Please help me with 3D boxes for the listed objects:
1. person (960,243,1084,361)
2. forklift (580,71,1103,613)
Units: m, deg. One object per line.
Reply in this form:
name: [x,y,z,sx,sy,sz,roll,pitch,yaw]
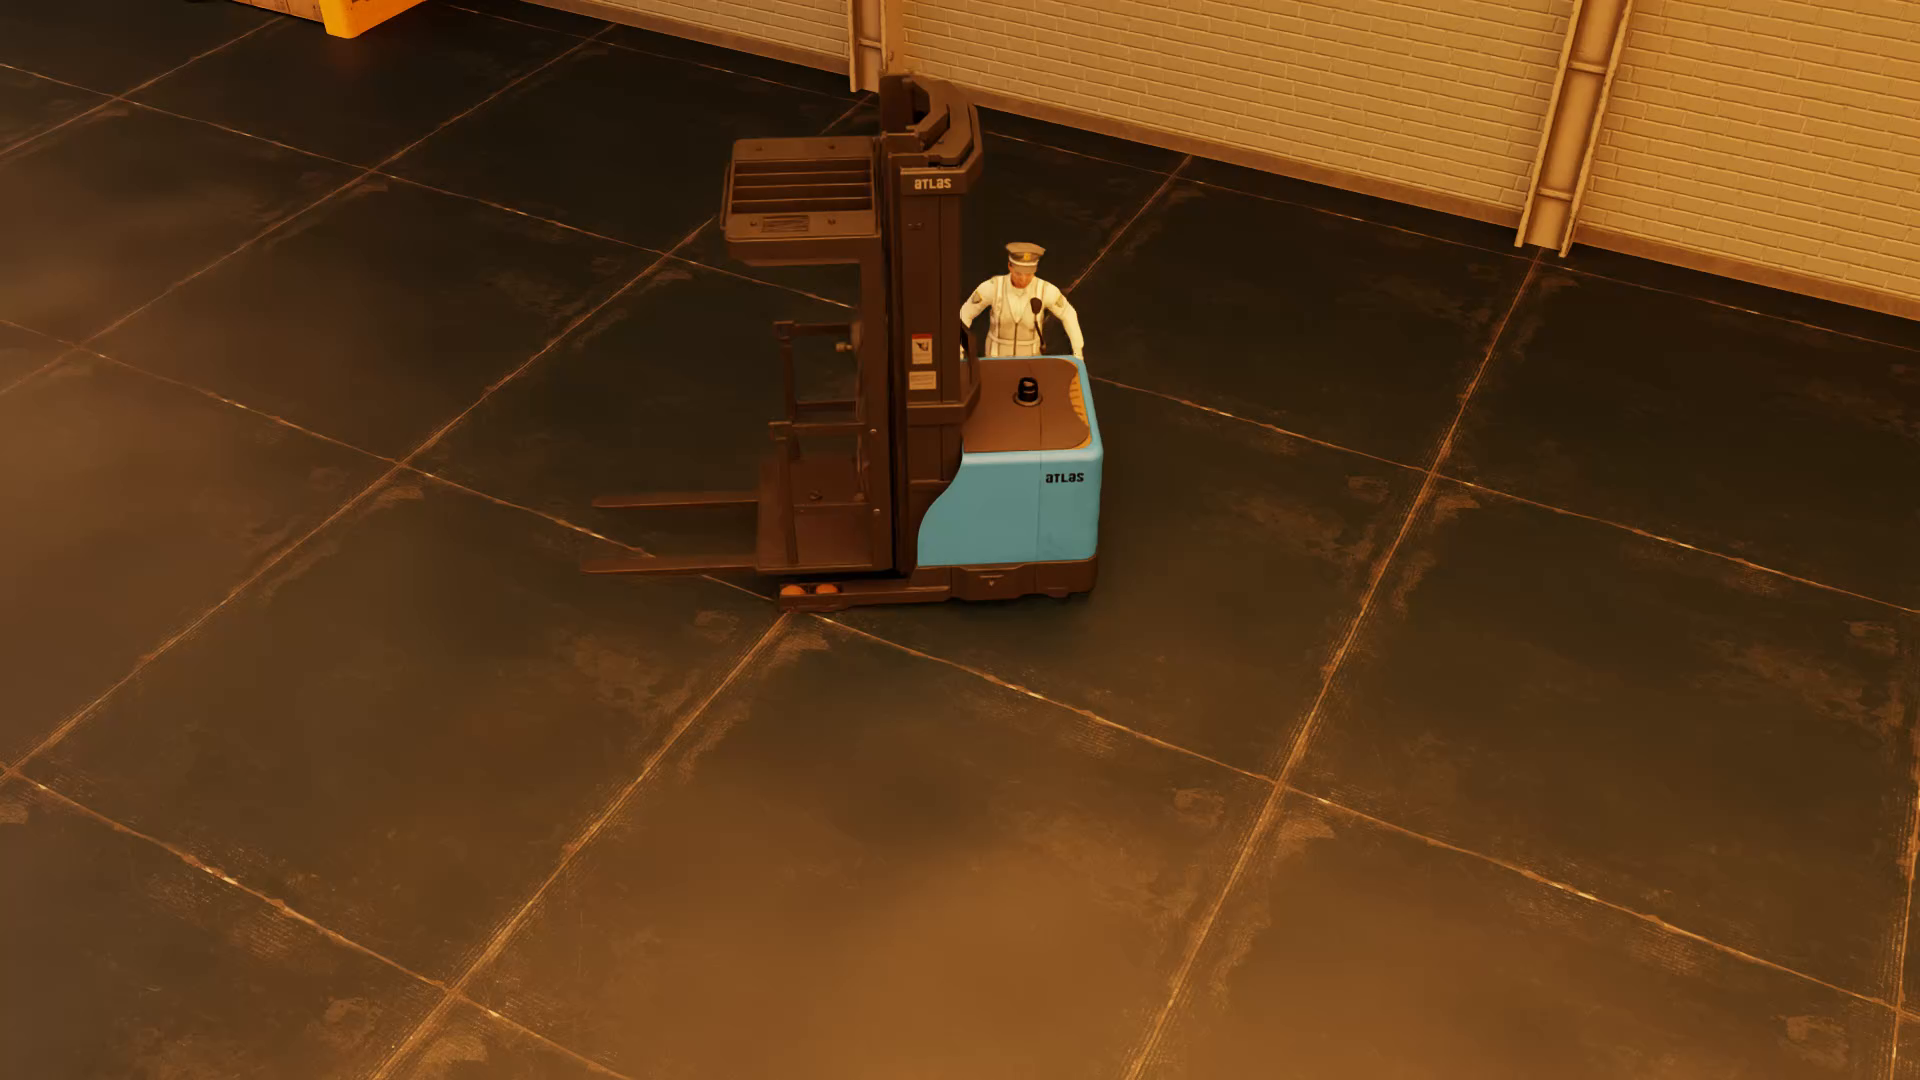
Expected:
person: [0.357,-1.078,10.290,0.814,1.631,0.524,1,40,1]
forklift: [-0.728,-1.043,9.225,3.031,2.935,1.130,-2,40,-3]
